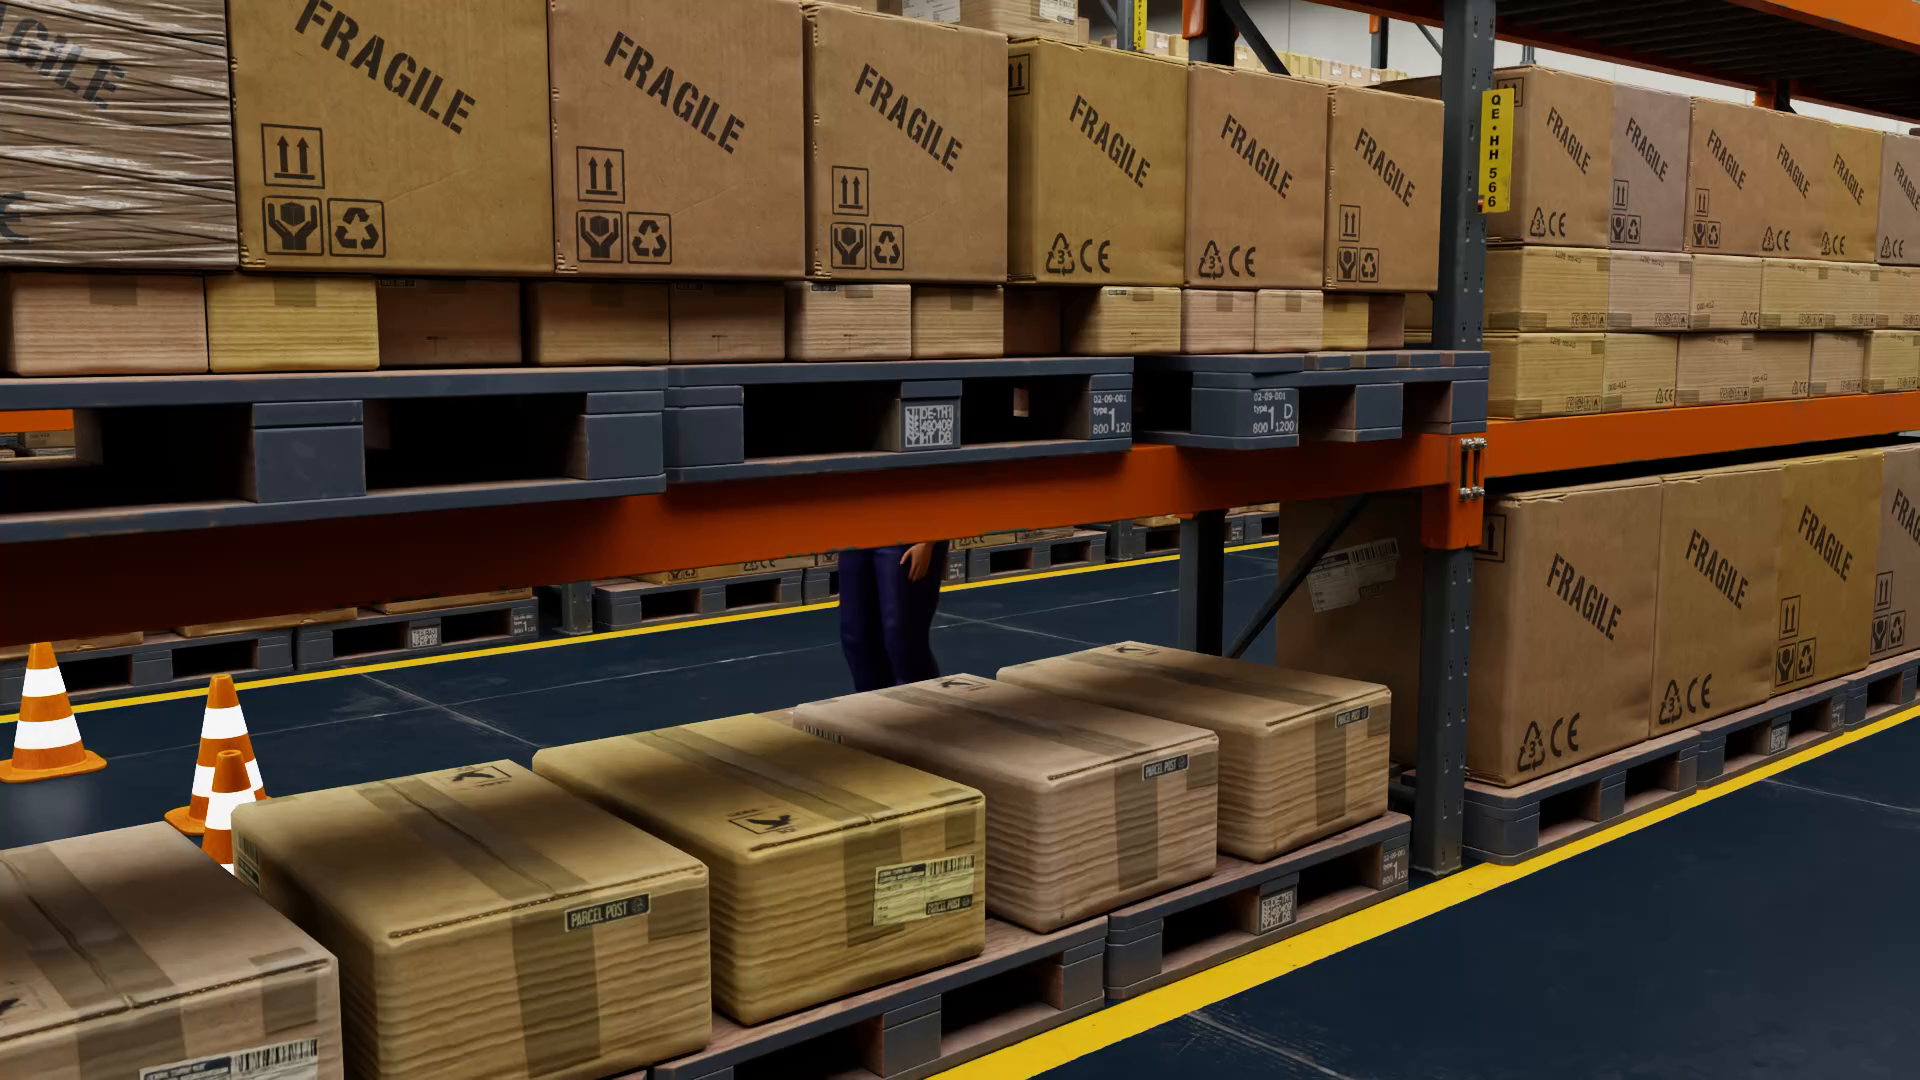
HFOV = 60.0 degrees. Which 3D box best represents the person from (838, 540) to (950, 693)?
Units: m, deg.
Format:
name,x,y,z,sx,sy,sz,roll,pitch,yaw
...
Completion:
name,x,y,z,sx,sy,sz,roll,pitch,yaw
person,-0.233,0.007,5.857,0.341,1.646,0.471,-7,10,-42
